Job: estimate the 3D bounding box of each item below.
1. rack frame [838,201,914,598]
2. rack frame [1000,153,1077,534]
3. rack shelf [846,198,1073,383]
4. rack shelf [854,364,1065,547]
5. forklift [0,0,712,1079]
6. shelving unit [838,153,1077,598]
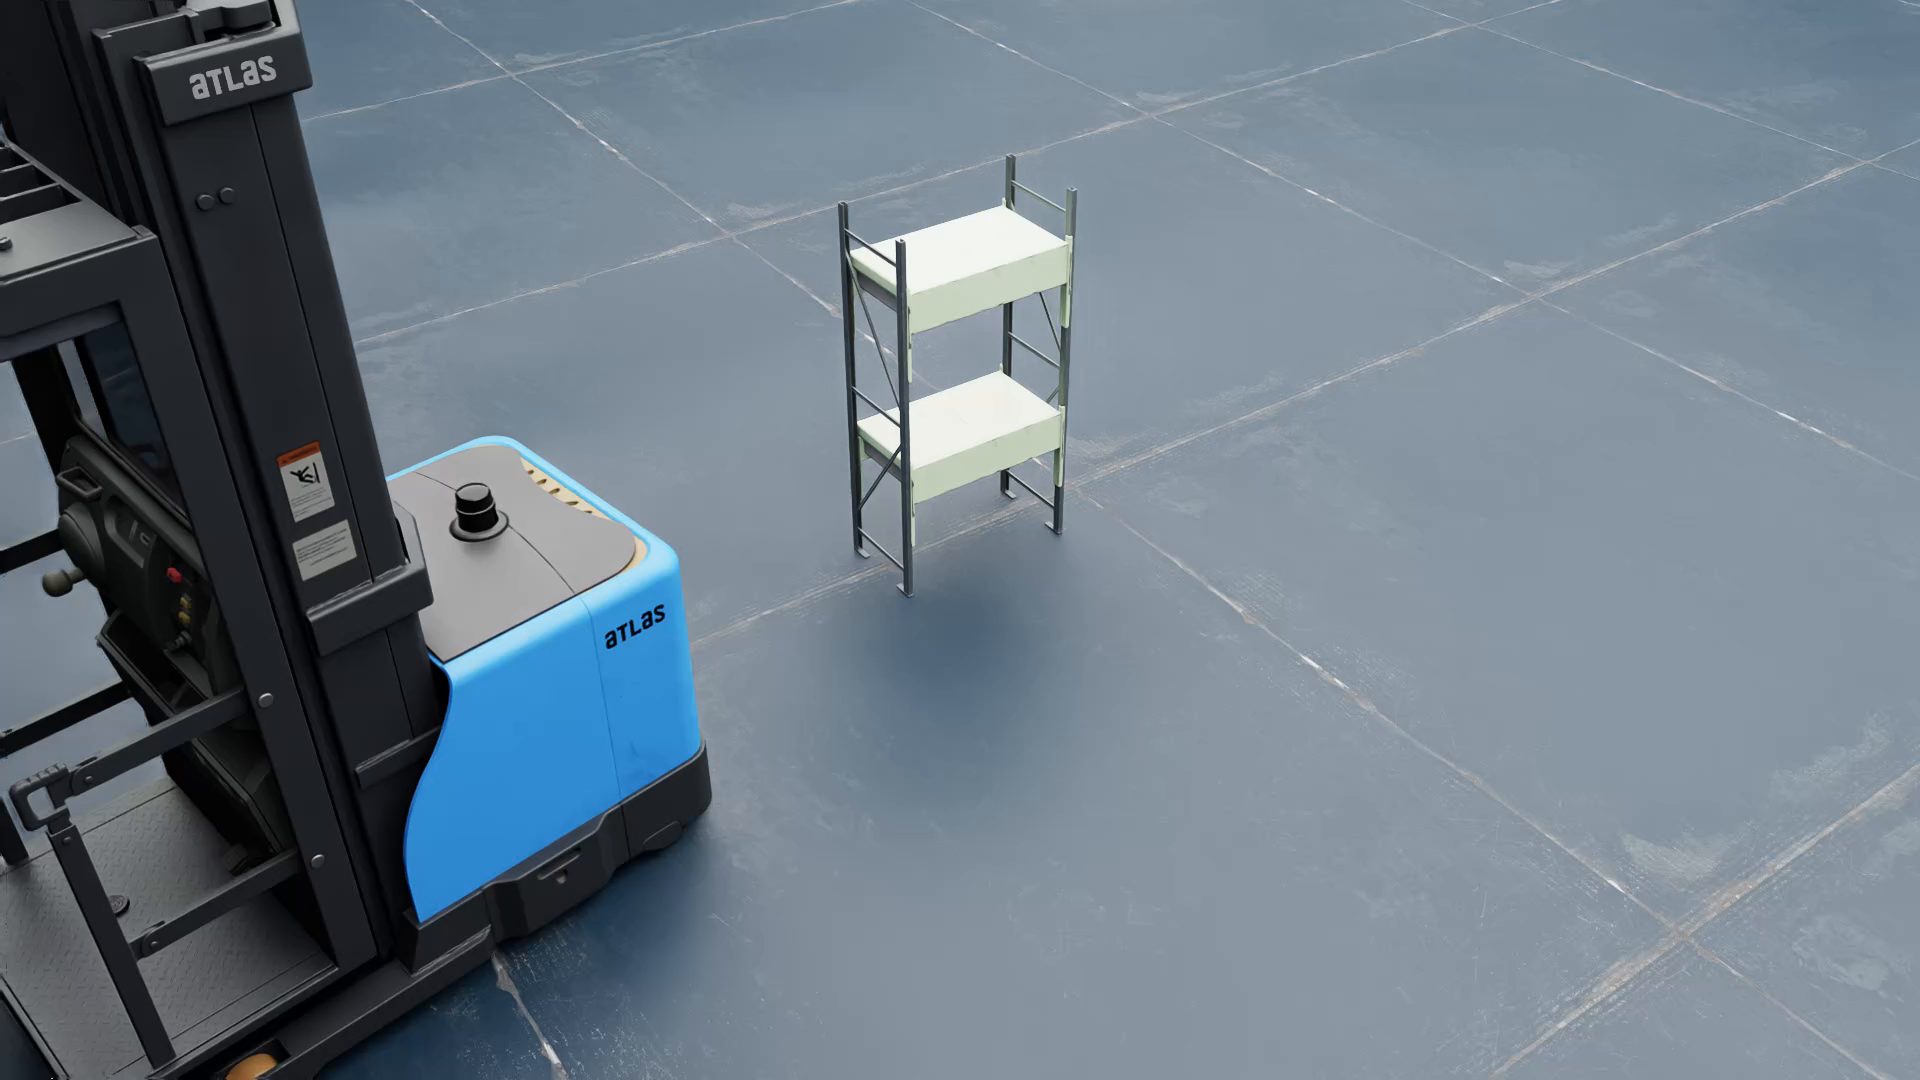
[{"bbox_3d":[-0.305,-0.484,6.138,0.023,1.500,0.400,-22,41,-28],"label":"rack frame"},{"bbox_3d":[0.294,-0.730,6.480,0.023,1.500,0.400,-22,41,-28],"label":"rack frame"},{"bbox_3d":[-0.005,-0.923,6.081,0.720,0.370,0.431,-22,41,-28],"label":"rack shelf"},{"bbox_3d":[-0.005,-0.342,6.499,0.720,0.370,0.431,-22,41,-28],"label":"rack shelf"},{"bbox_3d":[-2.211,0.125,4.067,3.031,2.935,1.130,-30,45,-35],"label":"forklift"},{"bbox_3d":[-0.005,-0.607,6.309,0.755,1.500,0.431,-22,41,-28],"label":"shelving unit"}]
